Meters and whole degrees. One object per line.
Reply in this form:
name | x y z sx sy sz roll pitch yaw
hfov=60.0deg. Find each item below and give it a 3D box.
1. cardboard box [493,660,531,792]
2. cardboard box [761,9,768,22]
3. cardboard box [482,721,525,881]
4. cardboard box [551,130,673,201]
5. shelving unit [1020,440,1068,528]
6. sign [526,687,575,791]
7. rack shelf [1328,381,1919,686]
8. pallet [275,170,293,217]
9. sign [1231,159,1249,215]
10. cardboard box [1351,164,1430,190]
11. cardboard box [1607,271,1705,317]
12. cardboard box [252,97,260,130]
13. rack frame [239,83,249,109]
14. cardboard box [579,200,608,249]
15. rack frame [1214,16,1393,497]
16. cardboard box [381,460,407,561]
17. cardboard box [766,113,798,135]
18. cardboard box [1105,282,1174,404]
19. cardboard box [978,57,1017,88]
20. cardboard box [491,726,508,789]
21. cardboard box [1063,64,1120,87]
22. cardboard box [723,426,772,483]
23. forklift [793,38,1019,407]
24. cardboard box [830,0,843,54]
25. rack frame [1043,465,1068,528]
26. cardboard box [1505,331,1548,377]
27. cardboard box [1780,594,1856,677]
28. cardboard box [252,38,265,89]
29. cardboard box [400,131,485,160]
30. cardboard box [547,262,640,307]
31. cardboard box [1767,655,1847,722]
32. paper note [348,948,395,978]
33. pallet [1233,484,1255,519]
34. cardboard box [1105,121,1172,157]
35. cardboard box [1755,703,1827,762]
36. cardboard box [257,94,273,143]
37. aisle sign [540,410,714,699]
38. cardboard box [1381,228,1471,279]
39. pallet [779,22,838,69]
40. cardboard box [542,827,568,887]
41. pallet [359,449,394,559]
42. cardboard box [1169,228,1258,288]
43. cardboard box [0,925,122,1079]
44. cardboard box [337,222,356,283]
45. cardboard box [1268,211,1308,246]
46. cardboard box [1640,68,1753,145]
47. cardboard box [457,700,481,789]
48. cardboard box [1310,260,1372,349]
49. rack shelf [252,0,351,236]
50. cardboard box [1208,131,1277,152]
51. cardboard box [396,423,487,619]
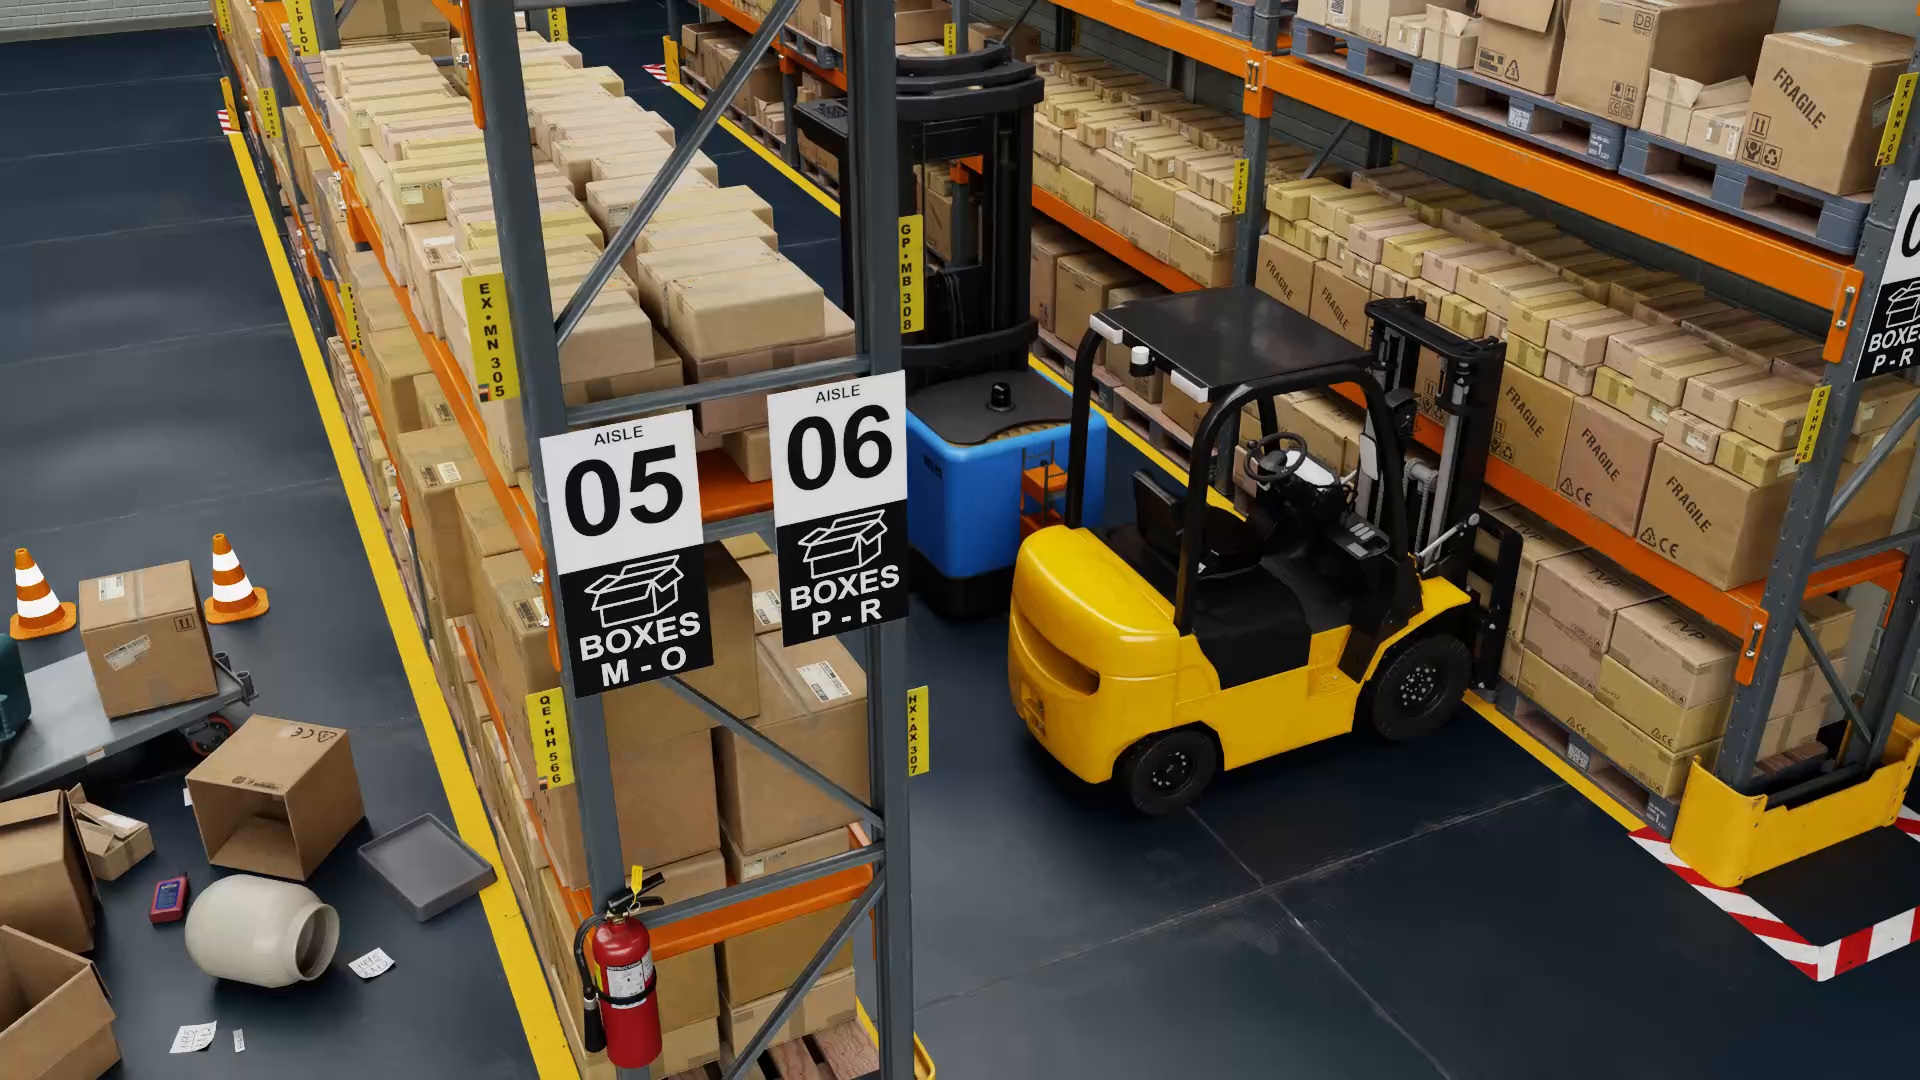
cardboard box | -1.328 0.517 5.828 0.500 0.500 0.500 -13 32 -22
cardboard box | -1.802 -5.339 16.934 0.380 0.149 0.250 -12 32 -21
cardboard box | -1.652 1.030 6.934 0.500 0.500 0.500 -14 32 -23
cardboard box | -1.228 -1.331 5.904 0.380 0.149 0.250 -12 32 -21
shelving unit | 0.480 -0.013 9.170 0.215 1.050 0.252 -14 33 -24
sign | -1.145 0.559 4.652 0.100 0.325 0.005 -13 32 -22
rack shelf | 2.988 -0.519 8.817 1.077 0.370 4.000 -13 32 -22
pallet | -6.042 -3.343 15.968 1.003 0.211 1.213 -13 32 -22
sign | 1.643 -2.069 9.742 0.100 0.325 0.005 -13 32 -22
cardboard box | 2.539 -2.095 9.823 0.380 0.149 0.250 -13 32 -22
cardboard box | 3.435 -1.196 8.219 0.380 0.149 0.250 -14 32 -23
cardboard box | -5.407 -3.433 13.432 0.500 0.250 0.500 -13 32 -22
rack frame | -7.501 -5.974 17.810 0.949 2.616 0.053 -13 32 -22
cardboard box | -1.062 -1.004 5.729 0.500 0.250 0.500 -12 31 -21
rack frame | 2.129 -1.716 10.217 1.000 3.000 0.127 -13 32 -22
cardboard box | -2.891 -0.258 9.873 0.950 0.372 0.625 -11 31 -19
cardboard box | -1.810 -4.374 17.443 0.380 0.149 0.250 -14 32 -23
cardboard box | 1.569 -1.436 11.716 0.875 0.625 0.625 -13 32 -22
cardboard box | 0.283 -3.607 12.824 0.380 0.149 0.250 -12 31 -21
cardboard box | -1.649 0.825 6.637 0.380 0.149 0.250 -12 31 -20
cardboard box | 1.004 -3.489 12.613 0.380 0.149 0.250 -13 32 -22
cardboard box | -0.484 -0.319 4.915 0.380 0.149 0.250 -13 32 -22
forklift | -0.284 -1.550 9.990 1.121 2.935 3.031 -14 32 -24
cardboard box | -0.740 -4.641 14.901 0.700 0.500 0.500 -13 32 -22
rack frame | 0.537 0.041 9.077 0.200 1.050 0.008 -14 33 -24
cardboard box | 2.872 -0.932 8.052 0.380 0.149 0.250 -13 32 -22
cardboard box | 3.811 0.378 7.841 0.500 0.250 0.500 -14 32 -23
cardboard box | -4.755 -3.318 11.948 0.500 0.500 0.500 -13 32 -21
cardboard box | -1.770 -1.342 5.924 0.380 0.149 0.250 -12 32 -21
cardboard box | -1.123 -0.662 4.711 0.380 0.149 0.250 -13 32 -21
cardboard box | 3.832 0.597 7.962 0.500 0.250 0.500 -12 32 -21
paper note | -2.480 1.784 7.011 0.148 0.019 0.142 26 38 38
pallet | 2.433 -0.140 10.257 1.003 0.211 1.213 -13 32 -22
cardboard box | 1.207 -2.706 11.215 0.380 0.149 0.250 -13 32 -22
cardboard box | 3.812 0.809 8.096 0.500 0.250 0.500 -13 32 -22
cardboard box | -4.968 -3.200 12.506 0.500 0.250 0.500 -14 32 -23
aisle sign | -0.870 0.049 4.411 0.394 0.787 0.004 -13 32 -22
cardboard box | 2.463 -1.518 8.794 0.380 0.149 0.250 -14 32 -23
pallet | -1.061 -4.791 15.896 1.003 0.211 1.213 -13 32 -22
cardboard box | -1.198 0.995 5.638 0.380 0.149 0.250 -13 32 -23
pallet | -3.215 -0.340 10.613 1.003 0.211 1.213 -13 32 -22
cardboard box | 1.677 -1.819 10.553 0.500 0.250 0.500 -12 32 -21
cardboard box | -3.676 1.939 6.251 0.637 0.503 0.797 13 32 21
cardboard box | -2.972 -1.404 8.824 0.500 0.500 0.500 -13 32 -22
cardboard box | 2.029 -1.847 9.684 0.380 0.149 0.250 -14 32 -23
cardboard box | 3.108 -1.840 6.977 0.396 0.266 0.258 -13 32 -22
cardboard box | -2.103 0.894 7.943 0.500 0.250 0.500 -11 31 -19
cardboard box | 2.323 -1.283 9.341 0.500 0.500 0.500 -13 32 -21
rack shelf | -3.211 -2.551 9.373 1.077 0.370 4.000 -13 32 -22
cardboard box | 1.869 -2.592 11.013 0.380 0.149 0.250 -13 32 -22
cardboard box | -1.574 -0.124 5.948 0.700 0.500 0.500 -13 32 -23
